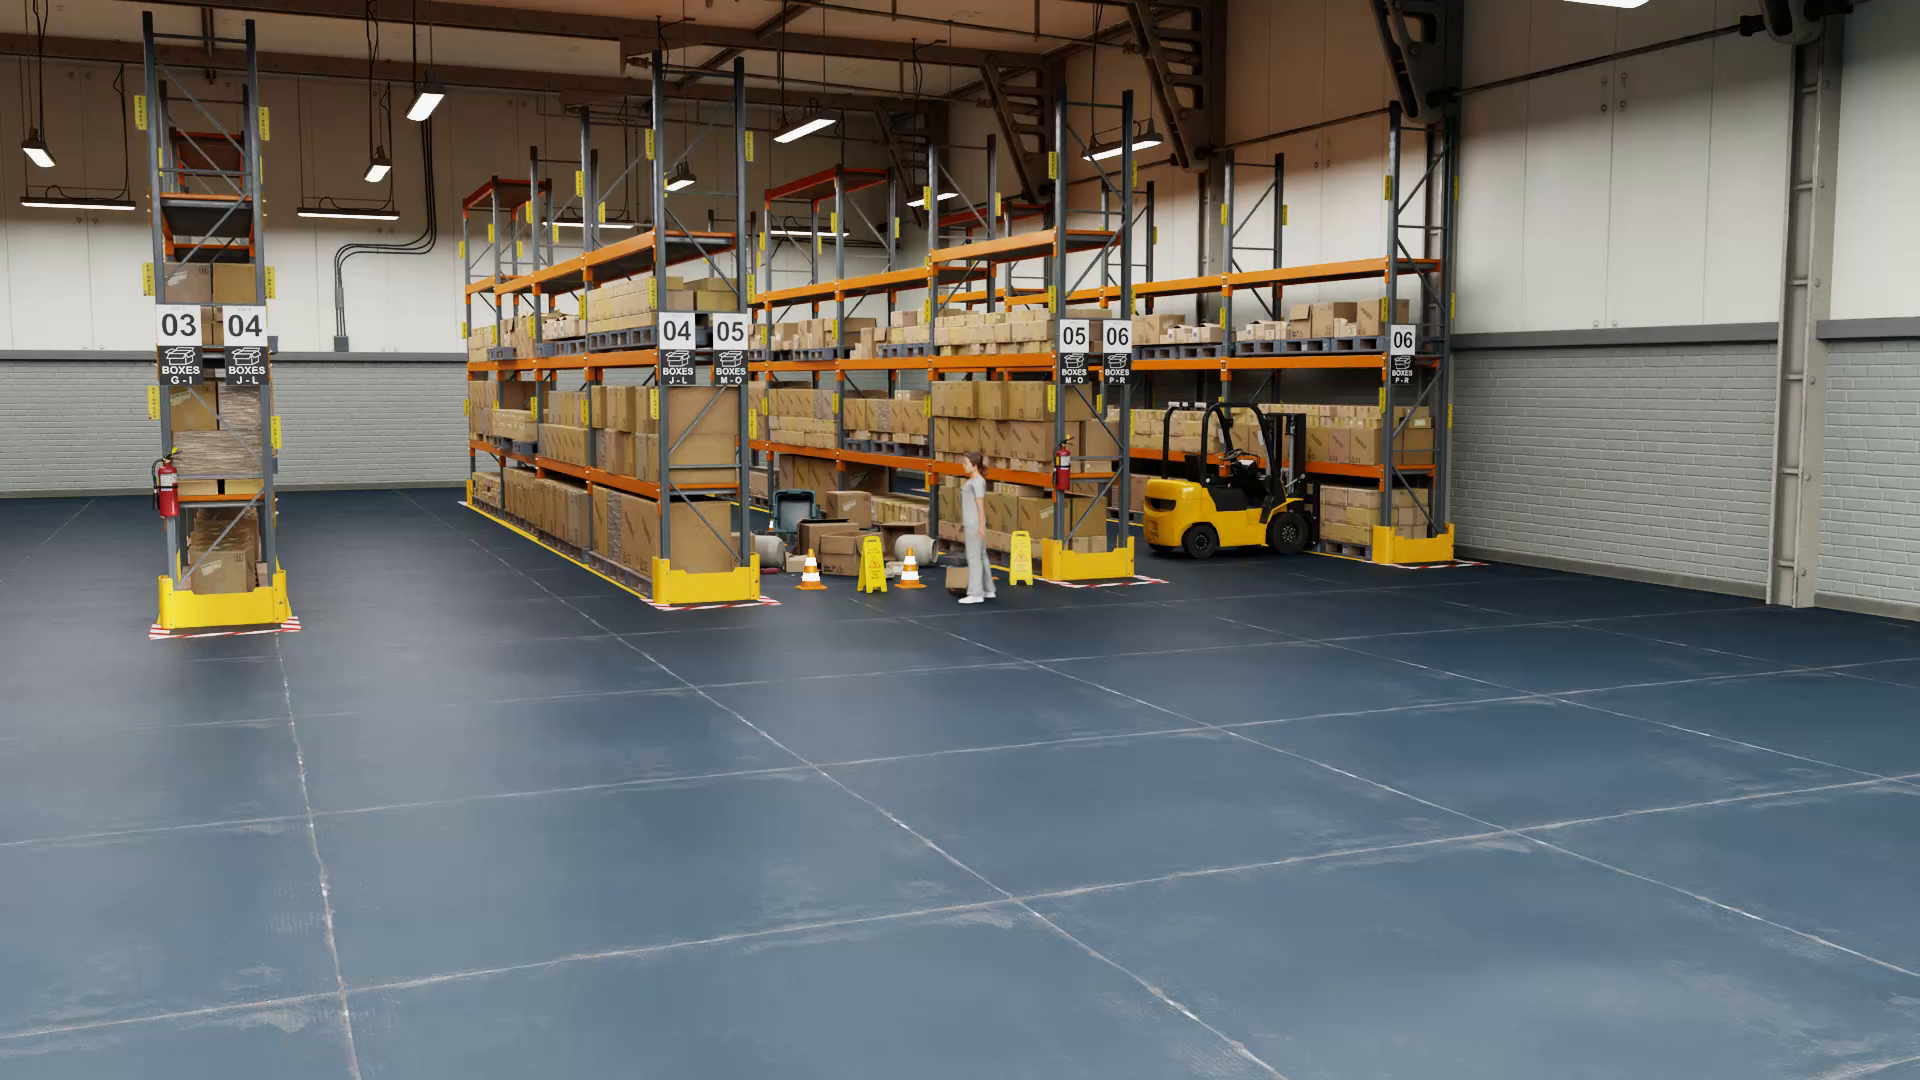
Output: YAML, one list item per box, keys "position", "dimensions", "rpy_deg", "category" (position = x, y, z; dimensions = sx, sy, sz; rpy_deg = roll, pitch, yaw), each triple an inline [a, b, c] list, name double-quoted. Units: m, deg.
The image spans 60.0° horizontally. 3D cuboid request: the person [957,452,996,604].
- position: [0.188, -0.150, 18.492]
  dimensions: [0.445, 1.675, 0.625]
  rpy_deg: [0, 5, -2]
  category: "person"
